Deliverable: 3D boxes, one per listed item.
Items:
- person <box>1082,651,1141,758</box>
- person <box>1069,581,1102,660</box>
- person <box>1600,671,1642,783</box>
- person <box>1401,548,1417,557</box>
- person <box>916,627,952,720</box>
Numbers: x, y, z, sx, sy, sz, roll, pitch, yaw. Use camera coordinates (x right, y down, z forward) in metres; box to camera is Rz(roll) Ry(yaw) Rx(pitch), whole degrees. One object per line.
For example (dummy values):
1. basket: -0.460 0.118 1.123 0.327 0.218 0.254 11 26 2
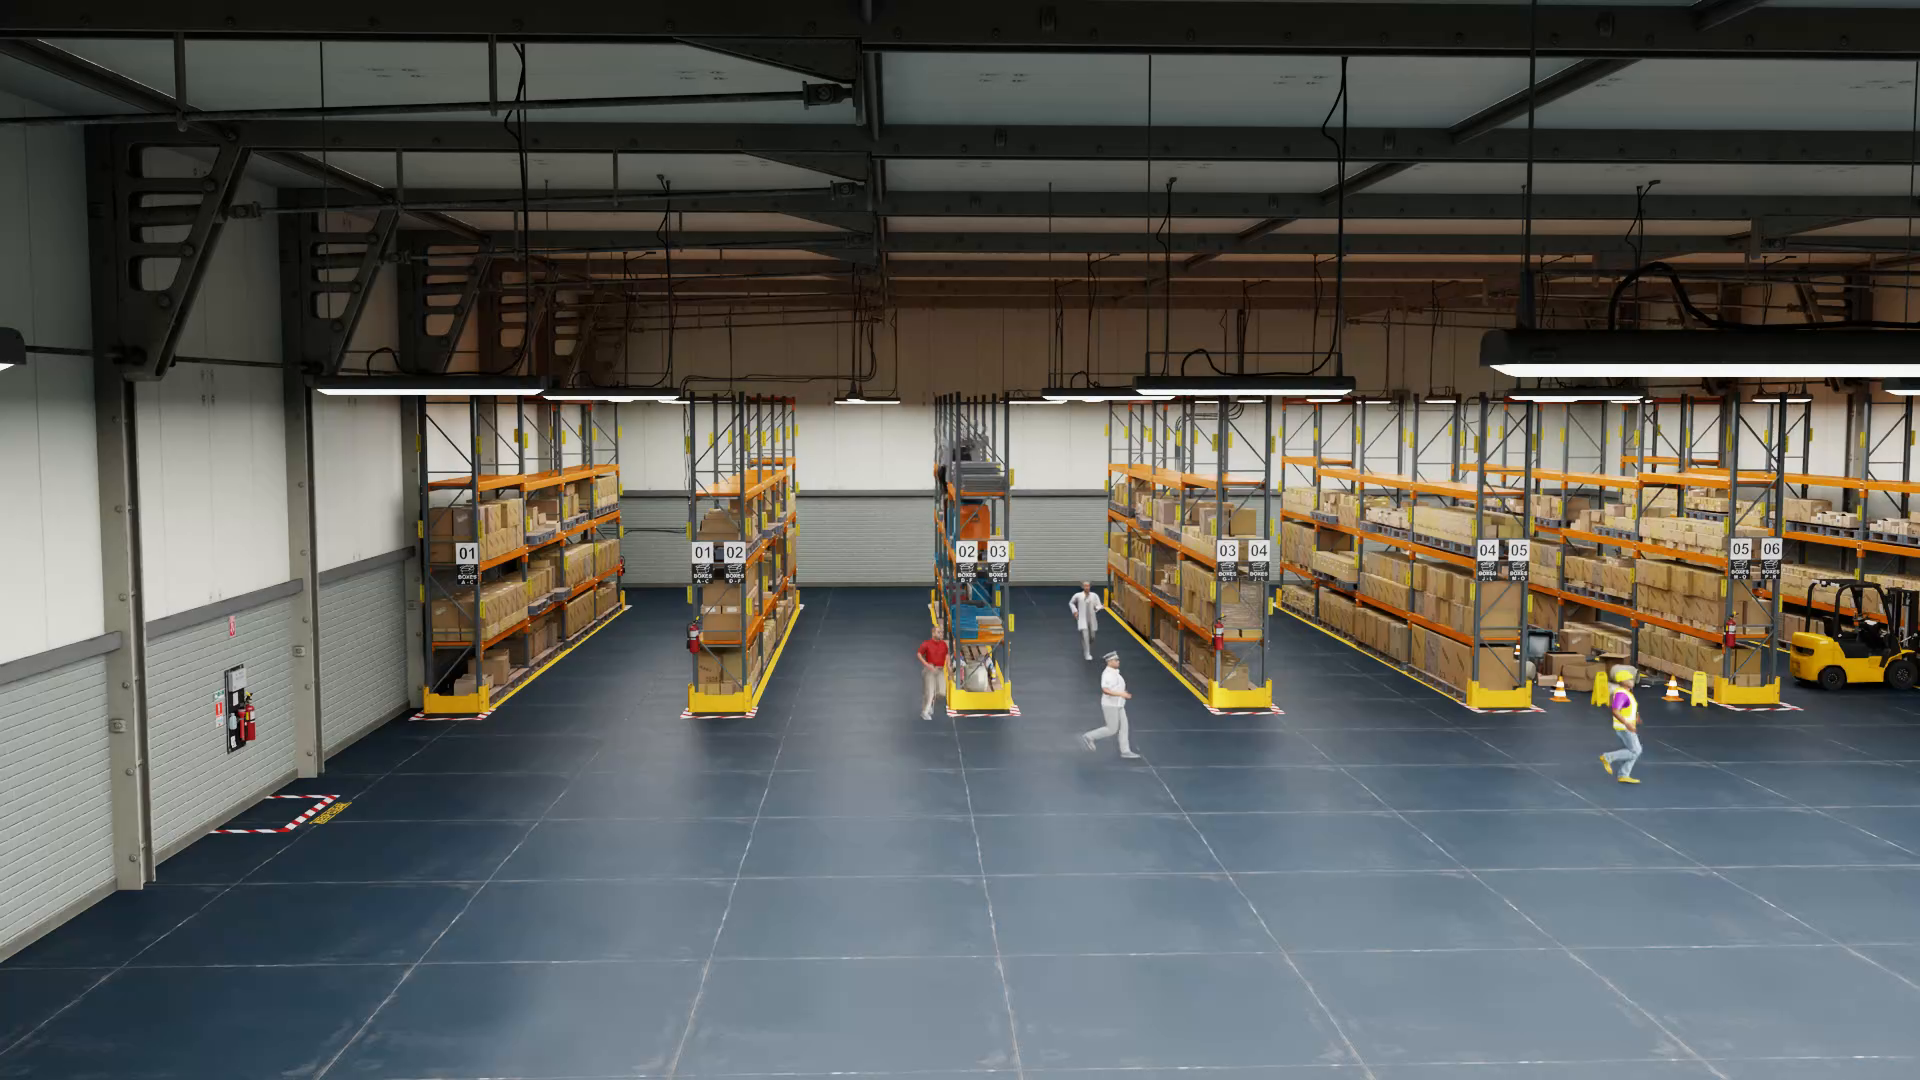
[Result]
1. person: 2.477 2.674 27.015 0.945 1.743 0.665 1 5 18
2. person: 2.866 1.816 37.764 0.719 1.752 0.979 -1 5 -11
3. person: 10.075 2.840 25.324 0.589 1.721 0.702 2 5 22
4. person: 13.195 0.914 49.273 0.732 1.823 0.695 0 5 -1
5. person: -0.438 2.442 30.575 0.735 1.680 0.511 -3 5 -33
